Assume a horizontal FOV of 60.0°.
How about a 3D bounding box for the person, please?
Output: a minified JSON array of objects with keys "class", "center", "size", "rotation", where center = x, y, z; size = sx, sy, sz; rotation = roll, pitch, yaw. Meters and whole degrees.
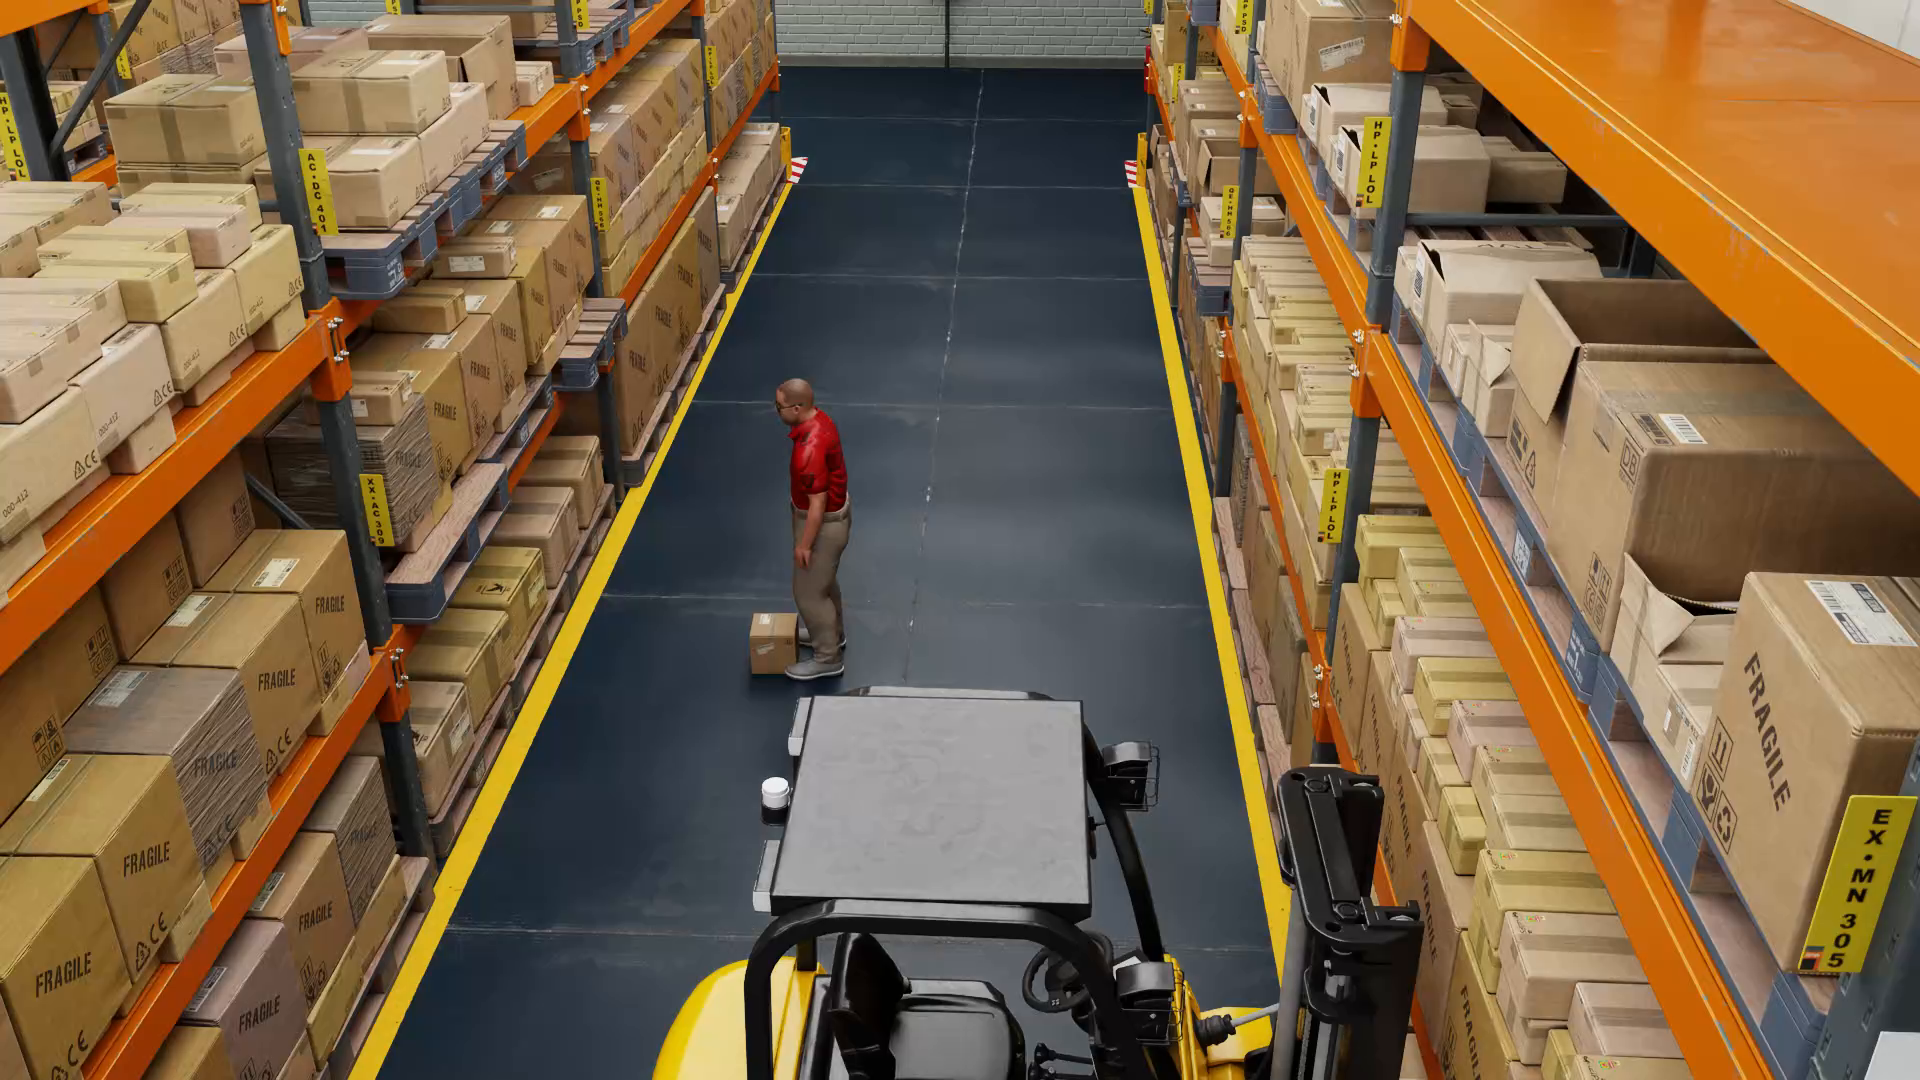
[{"class":"person","center":[-0.788,-0.075,9.011],"size":[0.389,1.726,0.587],"rotation":[1,28,1]}]
